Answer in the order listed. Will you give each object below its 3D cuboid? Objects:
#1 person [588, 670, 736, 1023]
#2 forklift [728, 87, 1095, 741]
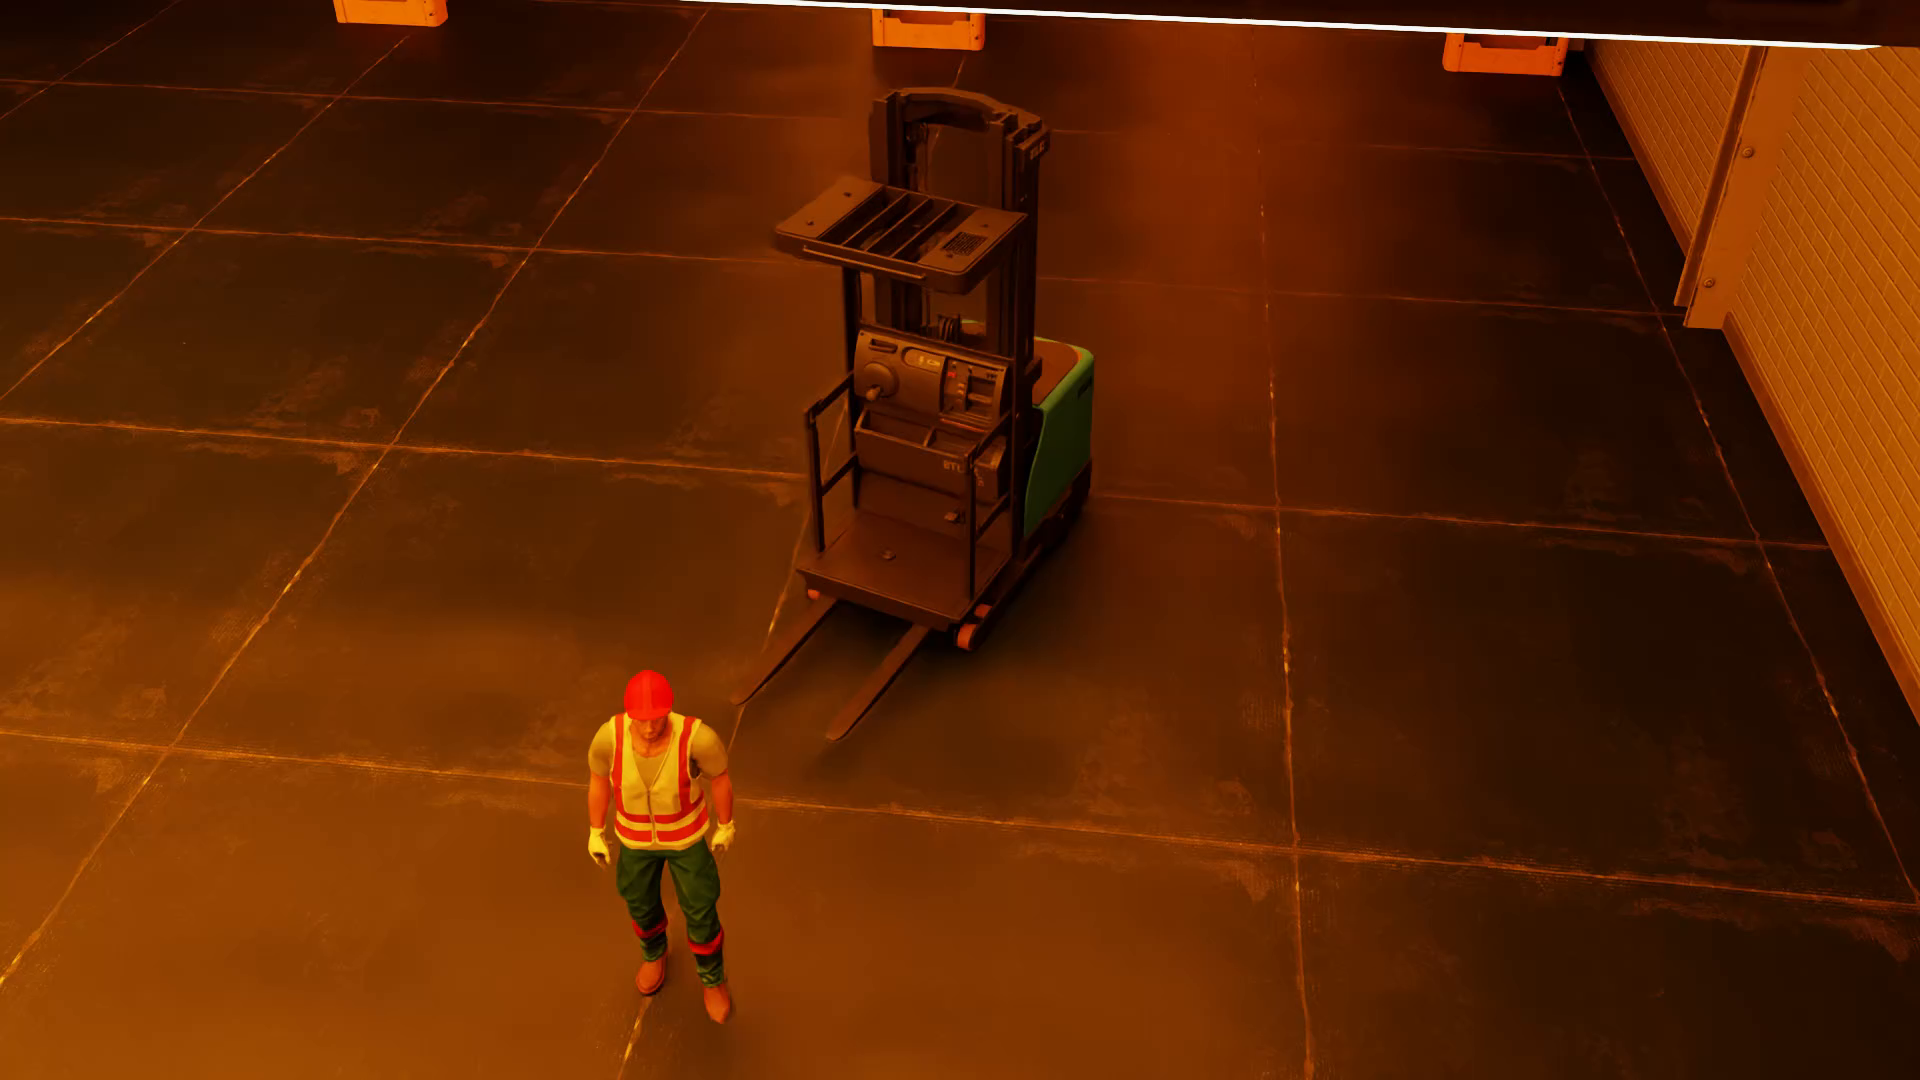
[{"bbox_3d":[-1.303,1.336,7.217,0.630,1.814,0.506,0,36,1],"label":"person"},{"bbox_3d":[-0.267,-0.840,9.169,1.130,2.935,3.031,17,40,21],"label":"forklift"}]
